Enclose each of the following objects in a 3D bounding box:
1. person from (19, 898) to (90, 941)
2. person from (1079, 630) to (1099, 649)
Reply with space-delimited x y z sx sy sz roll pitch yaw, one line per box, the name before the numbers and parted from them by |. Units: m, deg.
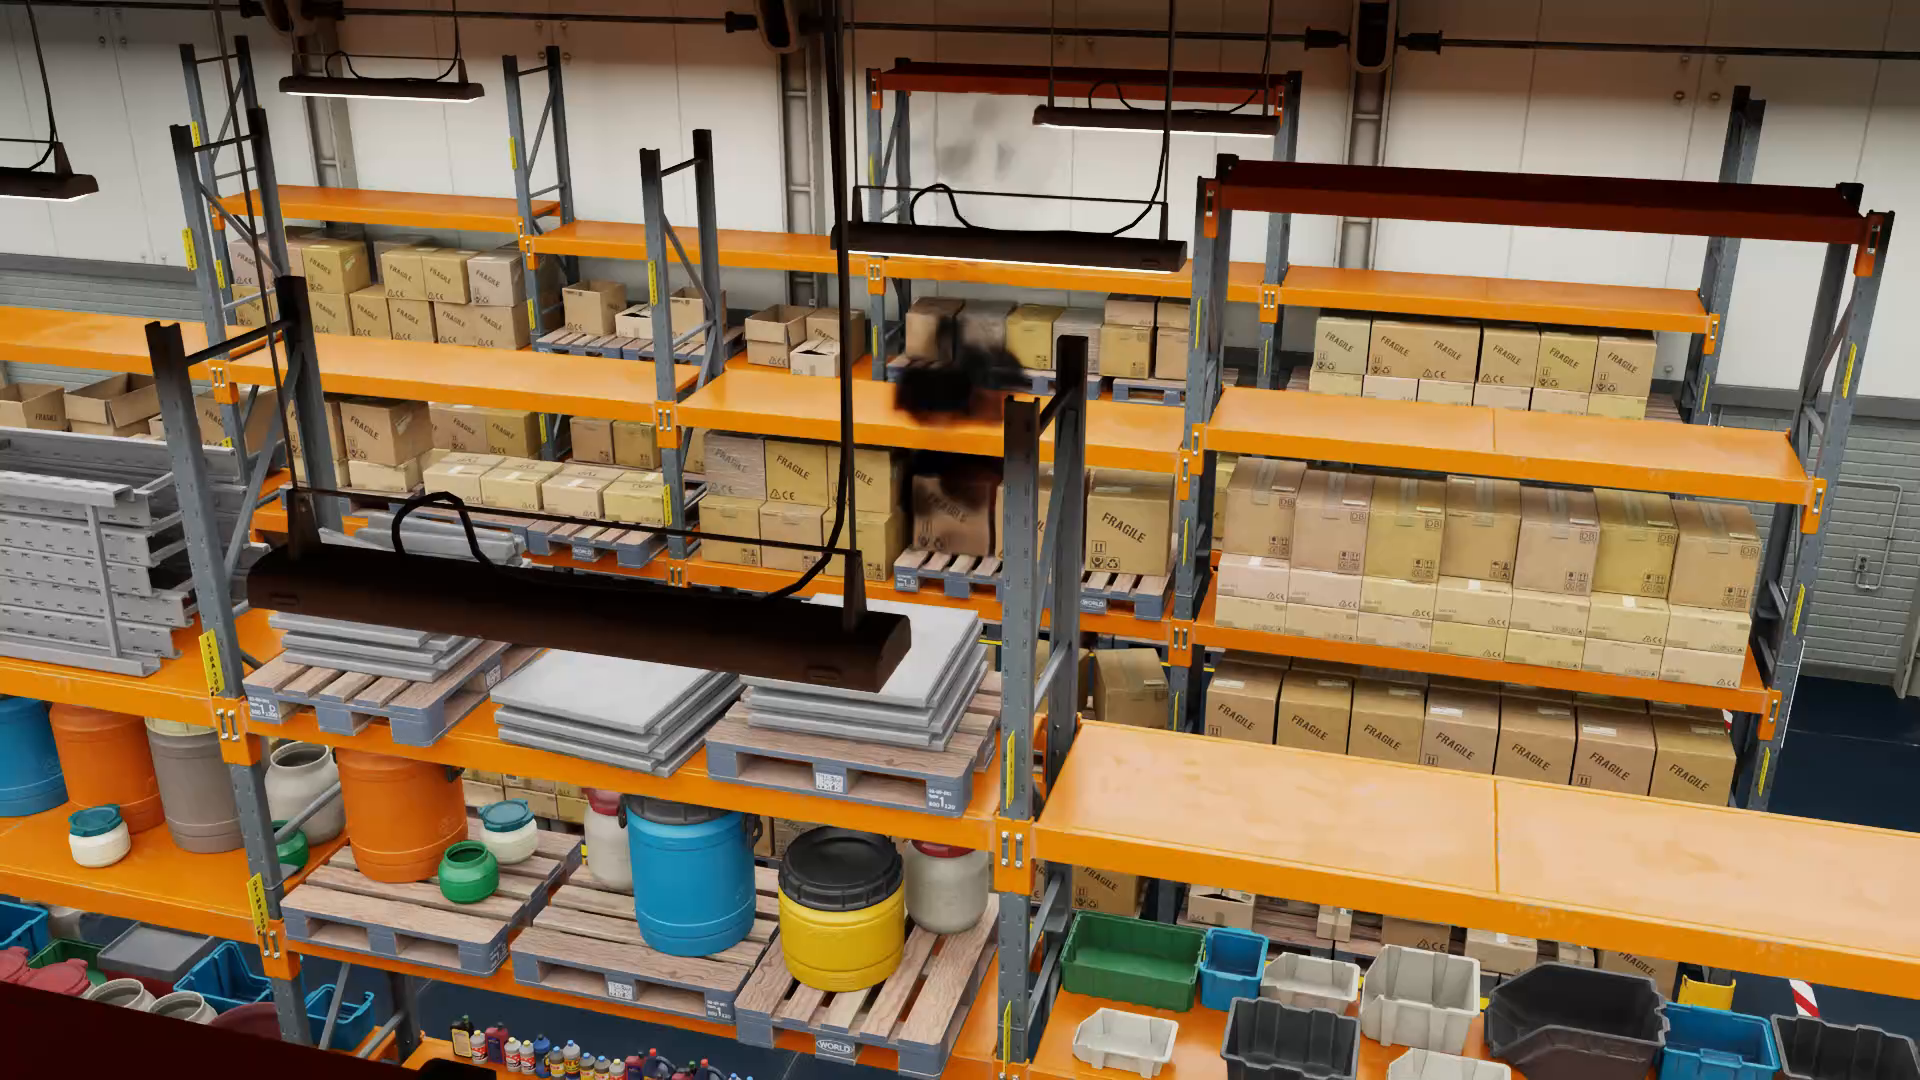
person | -6.479 2.704 12.078 0.714 1.732 0.582 6 23 15
person | 0.933 1.259 15.457 0.653 1.734 0.704 5 23 11
